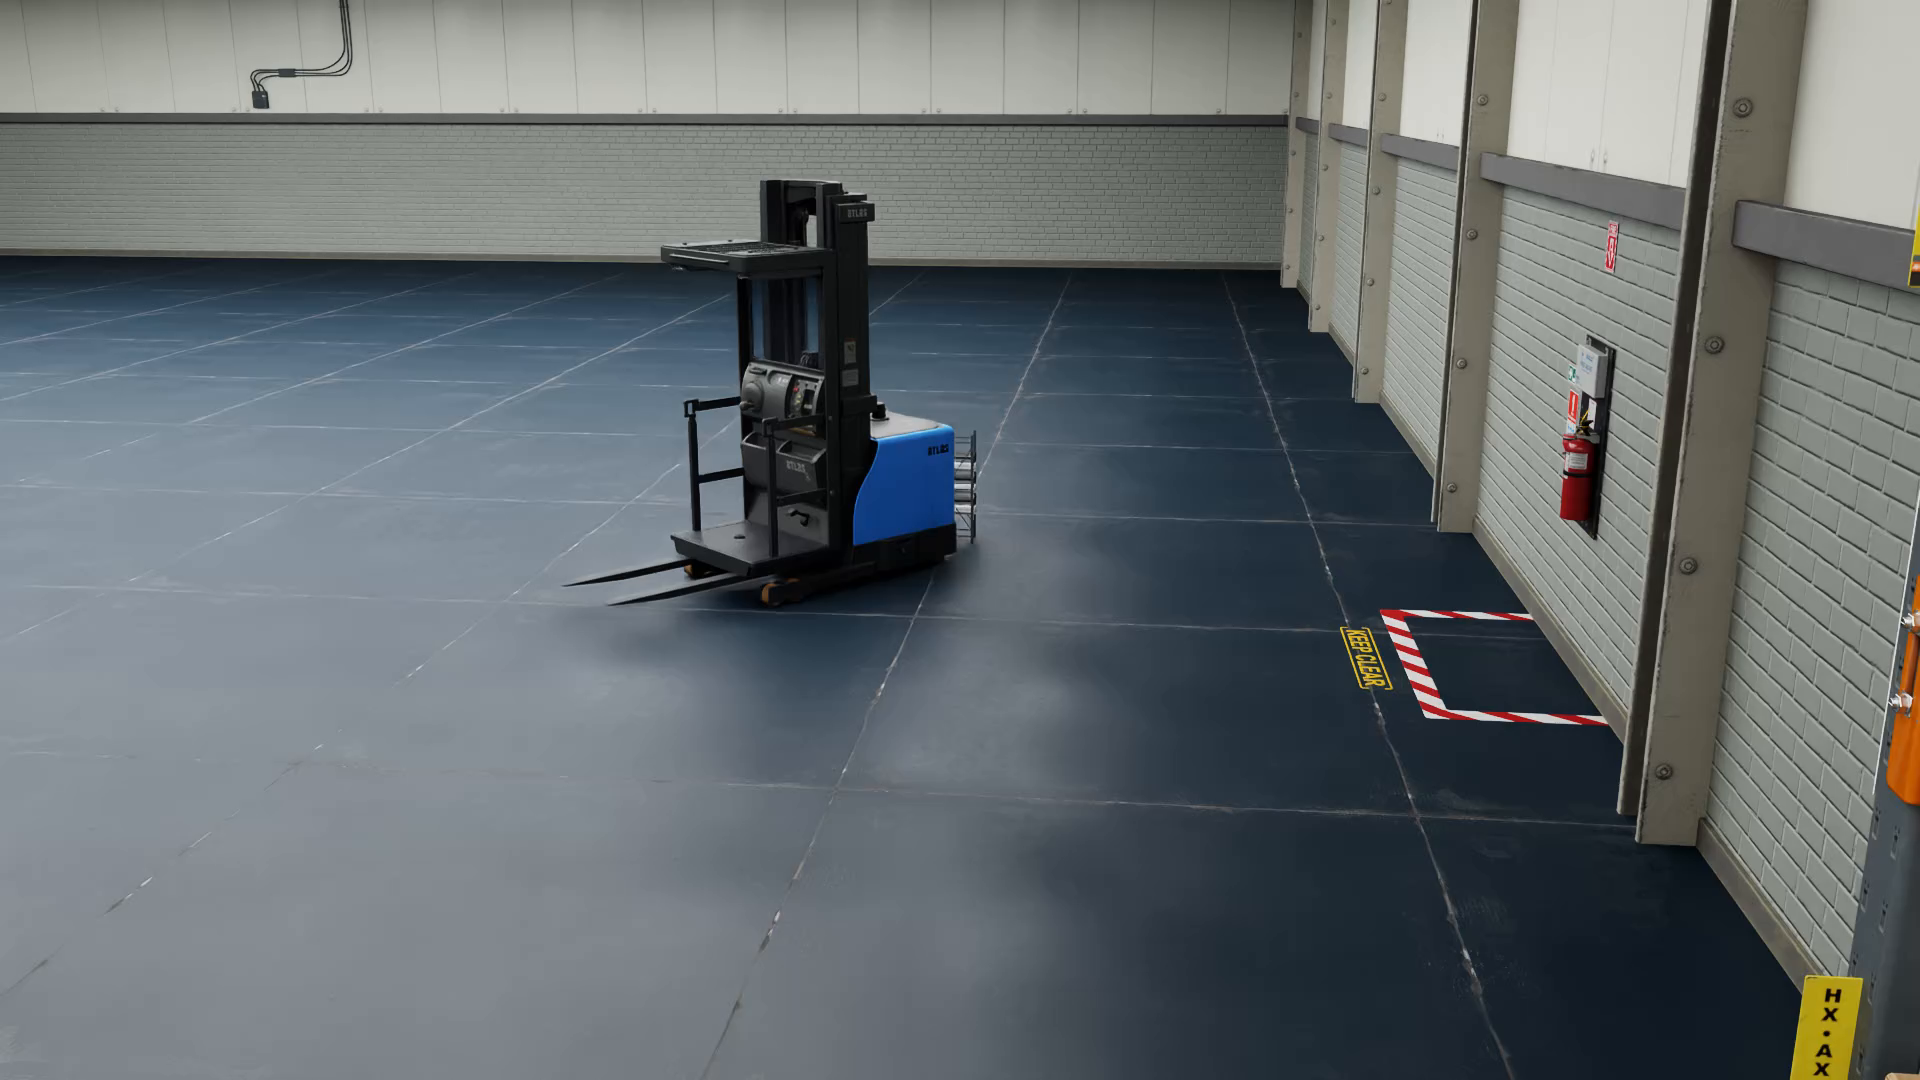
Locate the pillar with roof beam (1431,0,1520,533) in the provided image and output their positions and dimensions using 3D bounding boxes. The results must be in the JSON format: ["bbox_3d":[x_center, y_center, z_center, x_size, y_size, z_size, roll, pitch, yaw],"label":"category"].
[{"bbox_3d":[-0.098,-4.586,13.382,9.100,9.000,0.400,2,15,6],"label":"pillar with roof beam"}]

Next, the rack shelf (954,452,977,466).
[{"bbox_3d":[-0.001,-0.661,13.475,0.258,0.077,0.200,2,15,6],"label":"rack shelf"}]

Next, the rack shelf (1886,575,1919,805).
[{"bbox_3d":[1.819,0.760,0.736,1.077,0.370,4.000,2,15,6],"label":"rack shelf"}]

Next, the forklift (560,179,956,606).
[{"bbox_3d":[-1.461,-1.092,12.086,3.031,2.935,1.130,-13,20,-40],"label":"forklift"}]

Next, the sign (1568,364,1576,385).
[{"bbox_3d":[3.974,-1.059,10.750,0.001,0.109,0.331,2,15,6],"label":"sign"}]

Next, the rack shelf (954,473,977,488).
[{"bbox_3d":[-0.001,-0.487,13.522,0.258,0.077,0.200,2,15,6],"label":"rack shelf"}]

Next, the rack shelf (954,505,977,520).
[{"bbox_3d":[-0.001,-0.226,13.592,0.258,0.077,0.200,2,15,6],"label":"rack shelf"}]

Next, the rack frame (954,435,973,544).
[{"bbox_3d":[-0.012,-0.406,13.439,0.240,0.900,0.006,2,15,6],"label":"rack frame"}]

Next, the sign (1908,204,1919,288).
[{"bbox_3d":[1.505,-0.544,2.506,0.100,0.325,0.005,2,15,6],"label":"sign"}]

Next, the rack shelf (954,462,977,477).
[{"bbox_3d":[-0.001,-0.574,13.499,0.258,0.077,0.200,2,15,6],"label":"rack shelf"}]

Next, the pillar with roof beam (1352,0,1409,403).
[{"bbox_3d":[0.579,-6.142,19.137,9.100,9.000,0.400,2,15,6],"label":"pillar with roof beam"}]

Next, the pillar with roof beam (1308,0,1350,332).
[{"bbox_3d":[1.256,-7.698,24.892,9.100,9.000,0.400,2,15,6],"label":"pillar with roof beam"}]

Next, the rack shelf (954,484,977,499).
[{"bbox_3d":[-0.001,-0.400,13.546,0.258,0.077,0.200,2,15,6],"label":"rack shelf"}]

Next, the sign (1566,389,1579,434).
[{"bbox_3d":[3.984,-0.804,10.822,0.001,0.329,0.234,2,15,6],"label":"sign"}]

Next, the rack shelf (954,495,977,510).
[{"bbox_3d":[-0.001,-0.313,13.569,0.258,0.077,0.200,2,15,6],"label":"rack shelf"}]

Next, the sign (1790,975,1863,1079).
[{"bbox_3d":[1.505,0.908,2.898,0.100,0.325,0.005,2,15,6],"label":"sign"}]

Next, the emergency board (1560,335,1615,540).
[{"bbox_3d":[3.819,-0.647,10.308,0.194,1.169,0.643,2,15,6],"label":"emergency board"}]

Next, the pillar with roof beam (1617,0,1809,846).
[{"bbox_3d":[-0.775,-3.030,7.627,9.100,9.000,0.400,2,15,6],"label":"pillar with roof beam"}]

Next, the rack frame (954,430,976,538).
[{"bbox_3d":[0.011,-0.459,13.634,0.240,0.900,0.006,2,15,6],"label":"rack frame"}]

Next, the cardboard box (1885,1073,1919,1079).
[{"bbox_3d":[1.692,1.158,2.446,0.500,0.500,0.500,2,15,6],"label":"cardboard box"}]

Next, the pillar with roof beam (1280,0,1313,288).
[{"bbox_3d":[1.933,-9.254,30.647,9.100,9.000,0.400,2,15,6],"label":"pillar with roof beam"}]

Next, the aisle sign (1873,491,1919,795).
[{"bbox_3d":[1.755,0.060,2.715,0.394,0.787,0.004,2,15,6],"label":"aisle sign"}]

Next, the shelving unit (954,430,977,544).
[{"bbox_3d":[-0.001,-0.432,13.537,0.258,0.900,0.210,2,15,6],"label":"shelving unit"}]

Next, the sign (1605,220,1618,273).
[{"bbox_3d":[3.919,-1.765,10.002,0.001,0.298,0.199,2,15,6],"label":"sign"}]

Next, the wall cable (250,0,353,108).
[{"bbox_3d":[-14.011,-12.139,34.798,2.305,6.003,0.169,2,15,6],"label":"wall cable"}]
